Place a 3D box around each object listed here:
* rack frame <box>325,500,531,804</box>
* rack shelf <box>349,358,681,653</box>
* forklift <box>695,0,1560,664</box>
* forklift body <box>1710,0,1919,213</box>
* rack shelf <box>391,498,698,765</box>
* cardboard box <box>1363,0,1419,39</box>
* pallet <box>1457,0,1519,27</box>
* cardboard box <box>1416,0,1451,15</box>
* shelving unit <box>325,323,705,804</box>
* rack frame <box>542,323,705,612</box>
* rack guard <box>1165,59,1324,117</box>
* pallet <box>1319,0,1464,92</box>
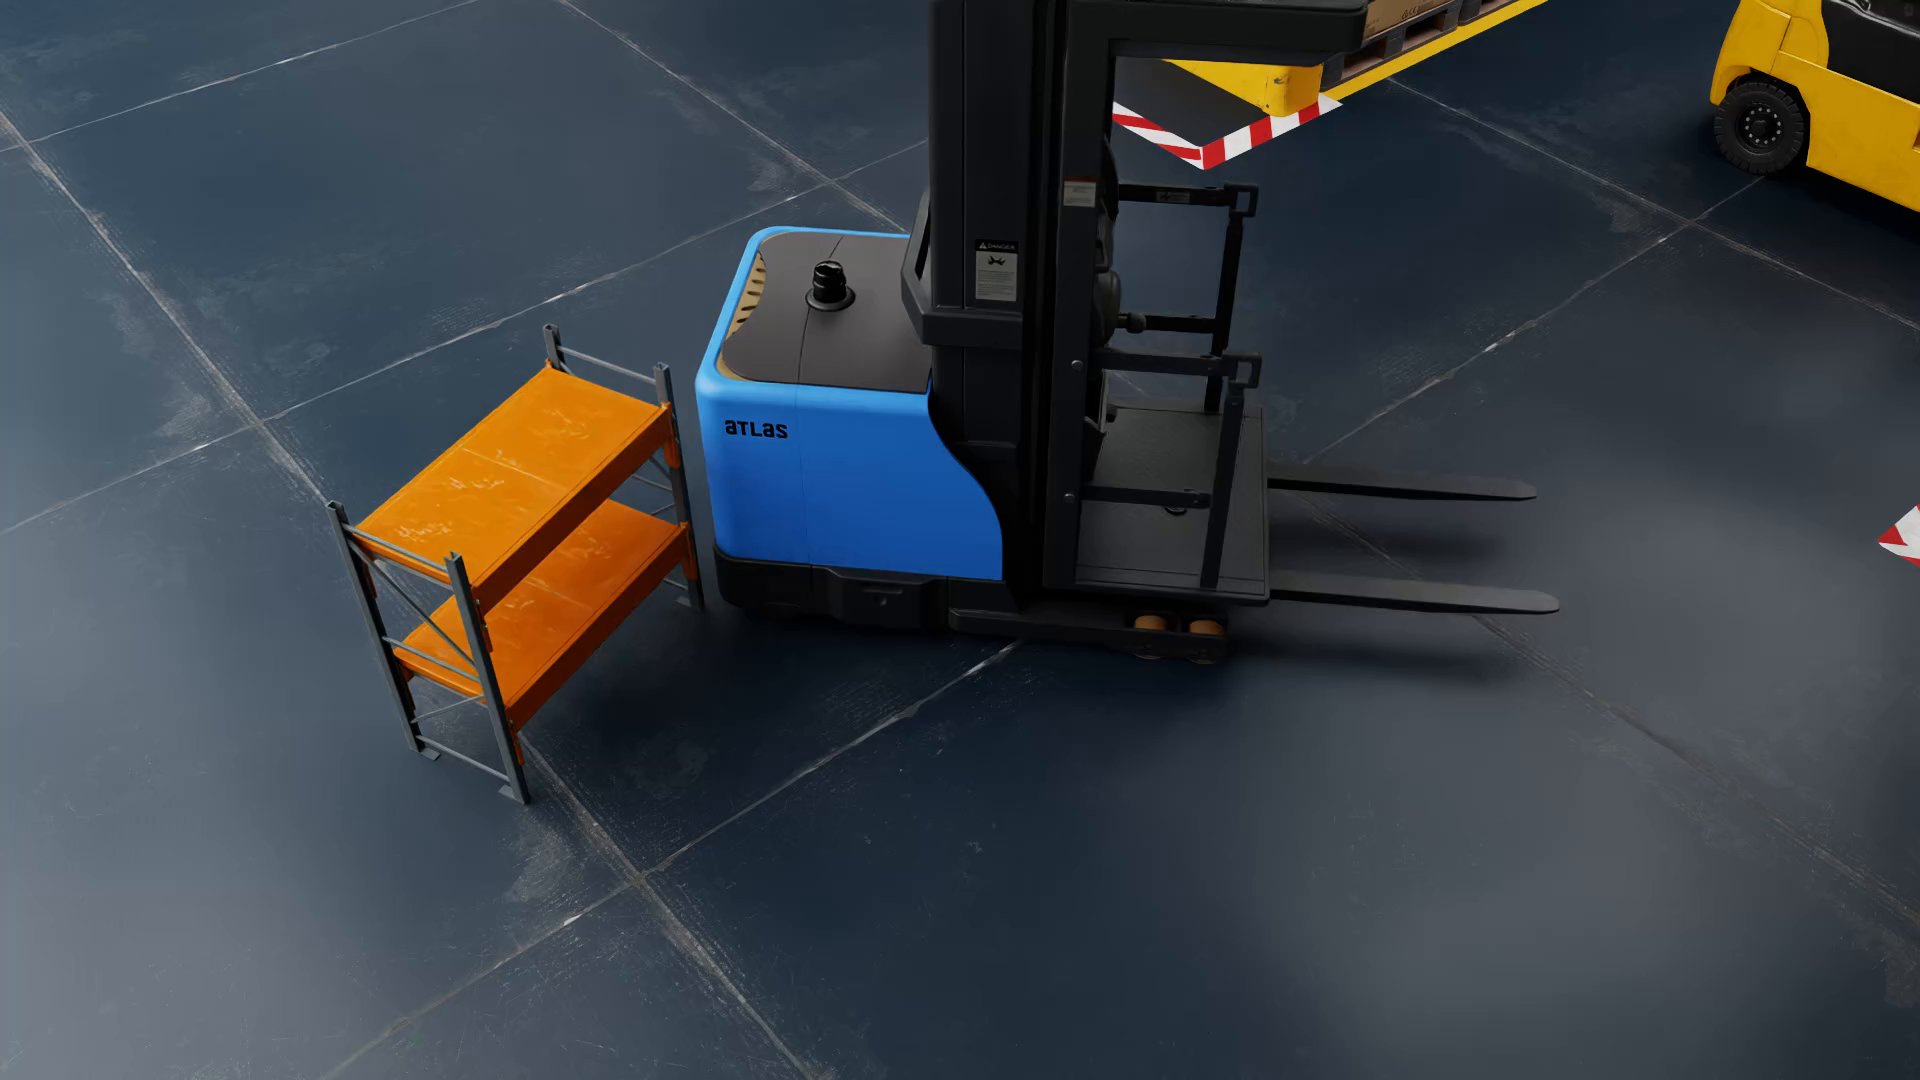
[{"bbox_3d":[-1.661,0.380,5.248,0.500,1.125,0.032,20,47,20],"label":"rack frame"},{"bbox_3d":[-1.420,-0.139,5.374,0.538,0.278,1.000,20,47,20],"label":"rack shelf"},{"bbox_3d":[0.660,-1.008,5.407,3.031,2.935,1.130,5,43,5],"label":"forklift"},{"bbox_3d":[4.875,-2.557,7.627,1.214,2.155,2.313,-30,51,-28],"label":"forklift body"},{"bbox_3d":[-1.420,0.252,5.742,0.538,0.278,1.000,20,47,20],"label":"rack shelf"},{"bbox_3d":[2.200,-3.041,9.223,0.500,0.250,0.500,-30,51,-28],"label":"cardboard box"},{"bbox_3d":[3.043,-3.569,10.121,1.213,0.211,1.003,-30,51,-28],"label":"pallet"},{"bbox_3d":[2.596,-3.261,9.458,0.500,0.250,0.500,-28,50,-27],"label":"cardboard box"},{"bbox_3d":[-1.420,0.074,5.574,0.538,1.125,1.048,20,47,20],"label":"shelving unit"},{"bbox_3d":[-1.178,-0.232,5.900,0.500,1.125,0.032,20,47,20],"label":"rack frame"},{"bbox_3d":[1.462,-2.803,9.094,0.348,0.500,1.175,-30,51,-28],"label":"rack guard"},{"bbox_3d":[2.108,-3.036,9.553,1.213,0.211,1.003,-30,51,-28],"label":"pallet"}]
